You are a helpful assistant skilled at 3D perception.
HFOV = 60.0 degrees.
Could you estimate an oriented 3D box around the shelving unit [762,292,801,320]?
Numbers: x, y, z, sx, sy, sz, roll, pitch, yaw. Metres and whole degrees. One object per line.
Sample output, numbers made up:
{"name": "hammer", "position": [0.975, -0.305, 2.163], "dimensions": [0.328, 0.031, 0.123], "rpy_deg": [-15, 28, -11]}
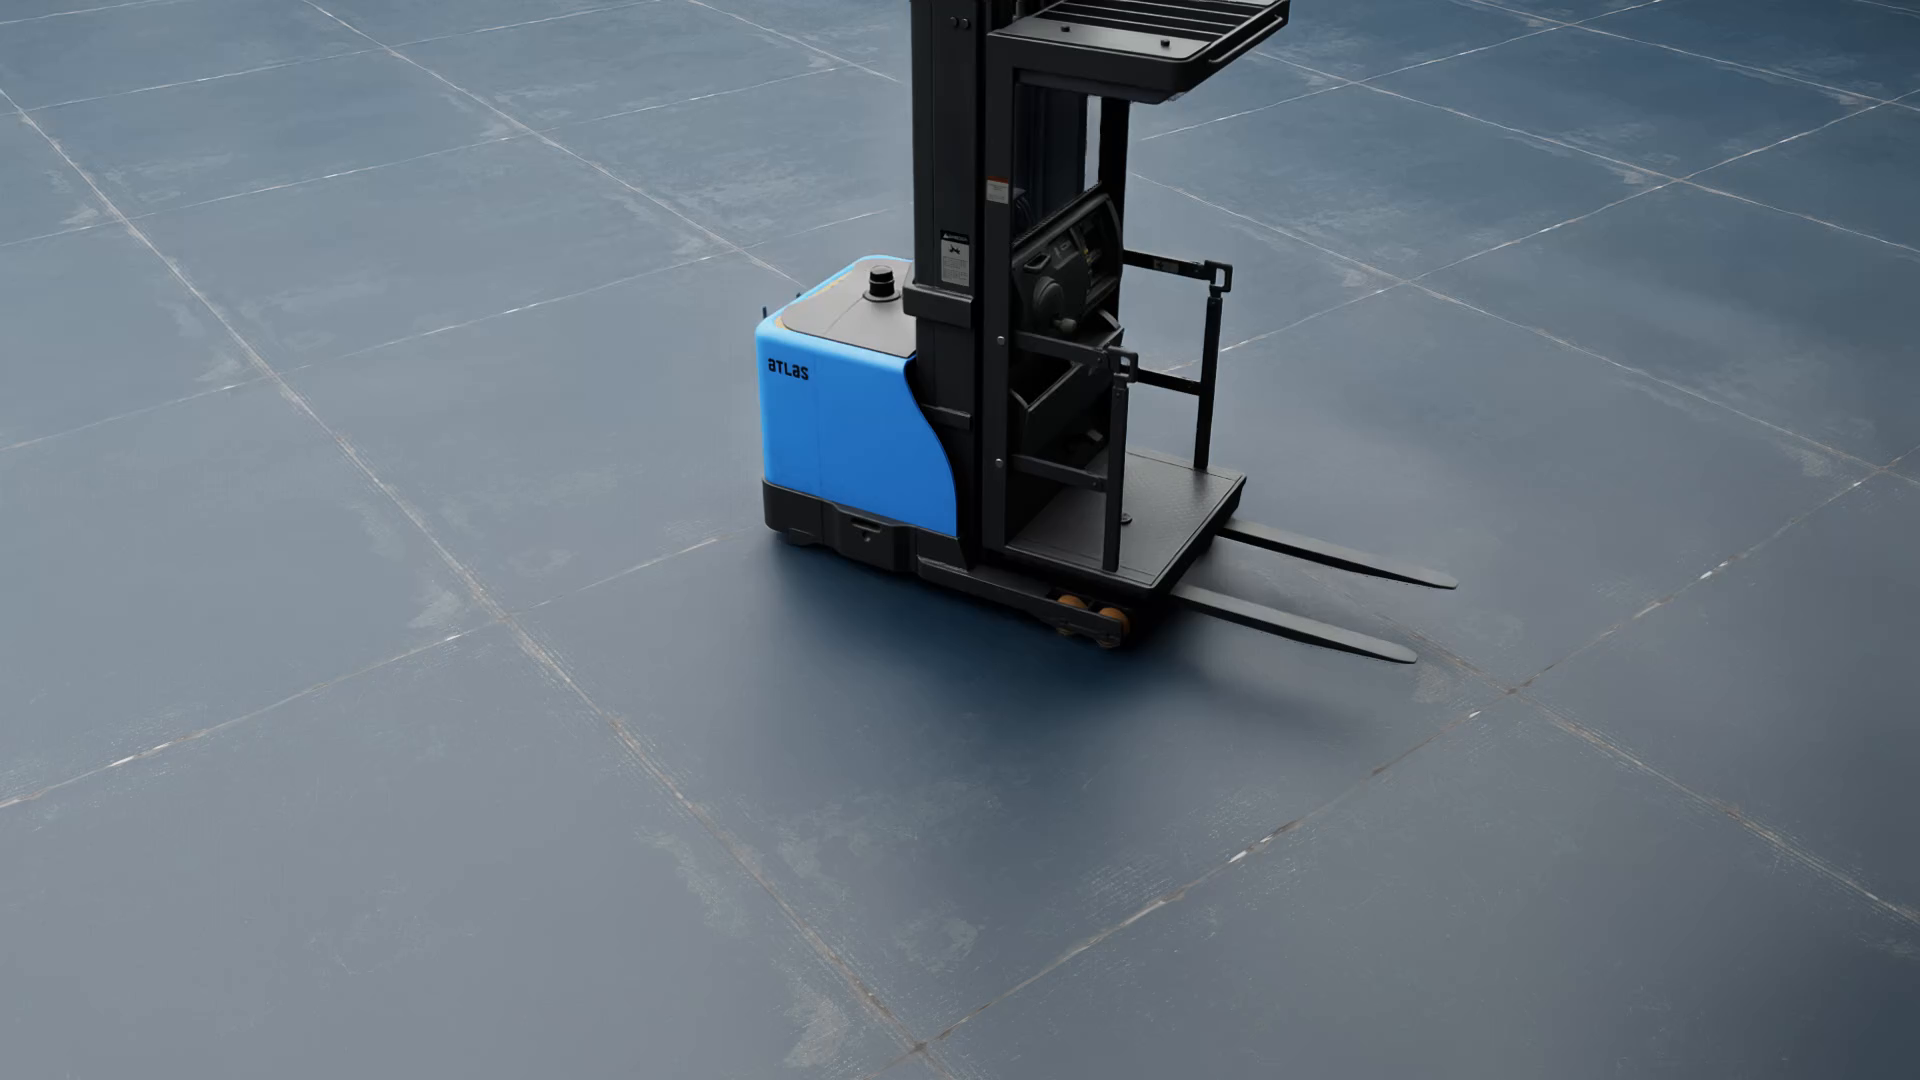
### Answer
{"name": "shelving unit", "position": [-0.766, -0.721, 8.055], "dimensions": [0.210, 0.900, 0.258], "rpy_deg": [26, 41, 35]}

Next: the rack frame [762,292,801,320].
{"name": "rack frame", "position": [-0.841, -0.758, 8.114], "dimensions": [0.006, 0.900, 0.240], "rpy_deg": [26, 41, 35]}

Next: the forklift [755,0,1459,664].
{"name": "forklift", "position": [0.628, -1.112, 6.762], "dimensions": [3.031, 2.935, 1.130], "rpy_deg": [16, 35, 24]}
